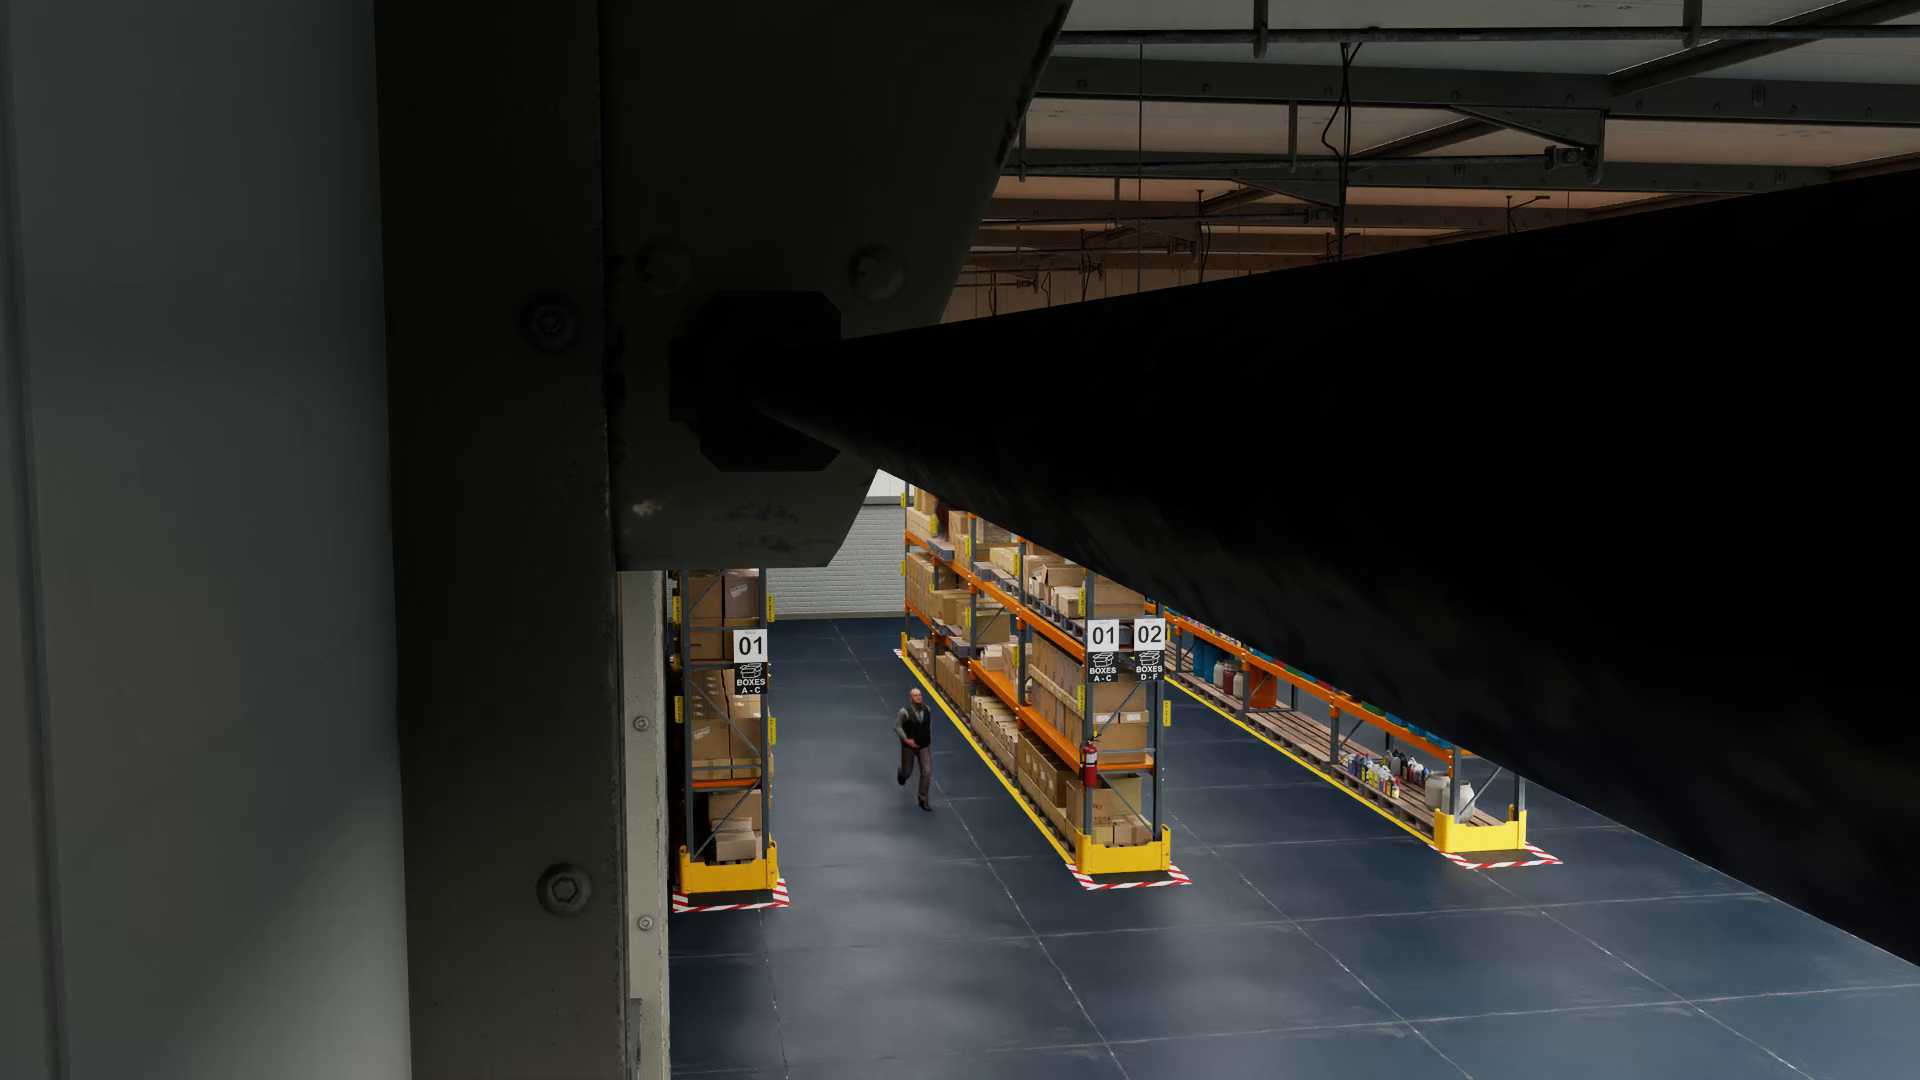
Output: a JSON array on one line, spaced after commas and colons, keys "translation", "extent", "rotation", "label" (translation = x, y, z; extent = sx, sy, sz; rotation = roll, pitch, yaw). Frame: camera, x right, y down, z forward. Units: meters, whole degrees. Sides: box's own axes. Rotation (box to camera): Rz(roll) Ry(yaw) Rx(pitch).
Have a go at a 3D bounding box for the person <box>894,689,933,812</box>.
[{"translation": [-0.657, 3.012, 24.153], "extent": [0.639, 1.705, 1.034], "rotation": [-2, 6, -18], "label": "person"}]
